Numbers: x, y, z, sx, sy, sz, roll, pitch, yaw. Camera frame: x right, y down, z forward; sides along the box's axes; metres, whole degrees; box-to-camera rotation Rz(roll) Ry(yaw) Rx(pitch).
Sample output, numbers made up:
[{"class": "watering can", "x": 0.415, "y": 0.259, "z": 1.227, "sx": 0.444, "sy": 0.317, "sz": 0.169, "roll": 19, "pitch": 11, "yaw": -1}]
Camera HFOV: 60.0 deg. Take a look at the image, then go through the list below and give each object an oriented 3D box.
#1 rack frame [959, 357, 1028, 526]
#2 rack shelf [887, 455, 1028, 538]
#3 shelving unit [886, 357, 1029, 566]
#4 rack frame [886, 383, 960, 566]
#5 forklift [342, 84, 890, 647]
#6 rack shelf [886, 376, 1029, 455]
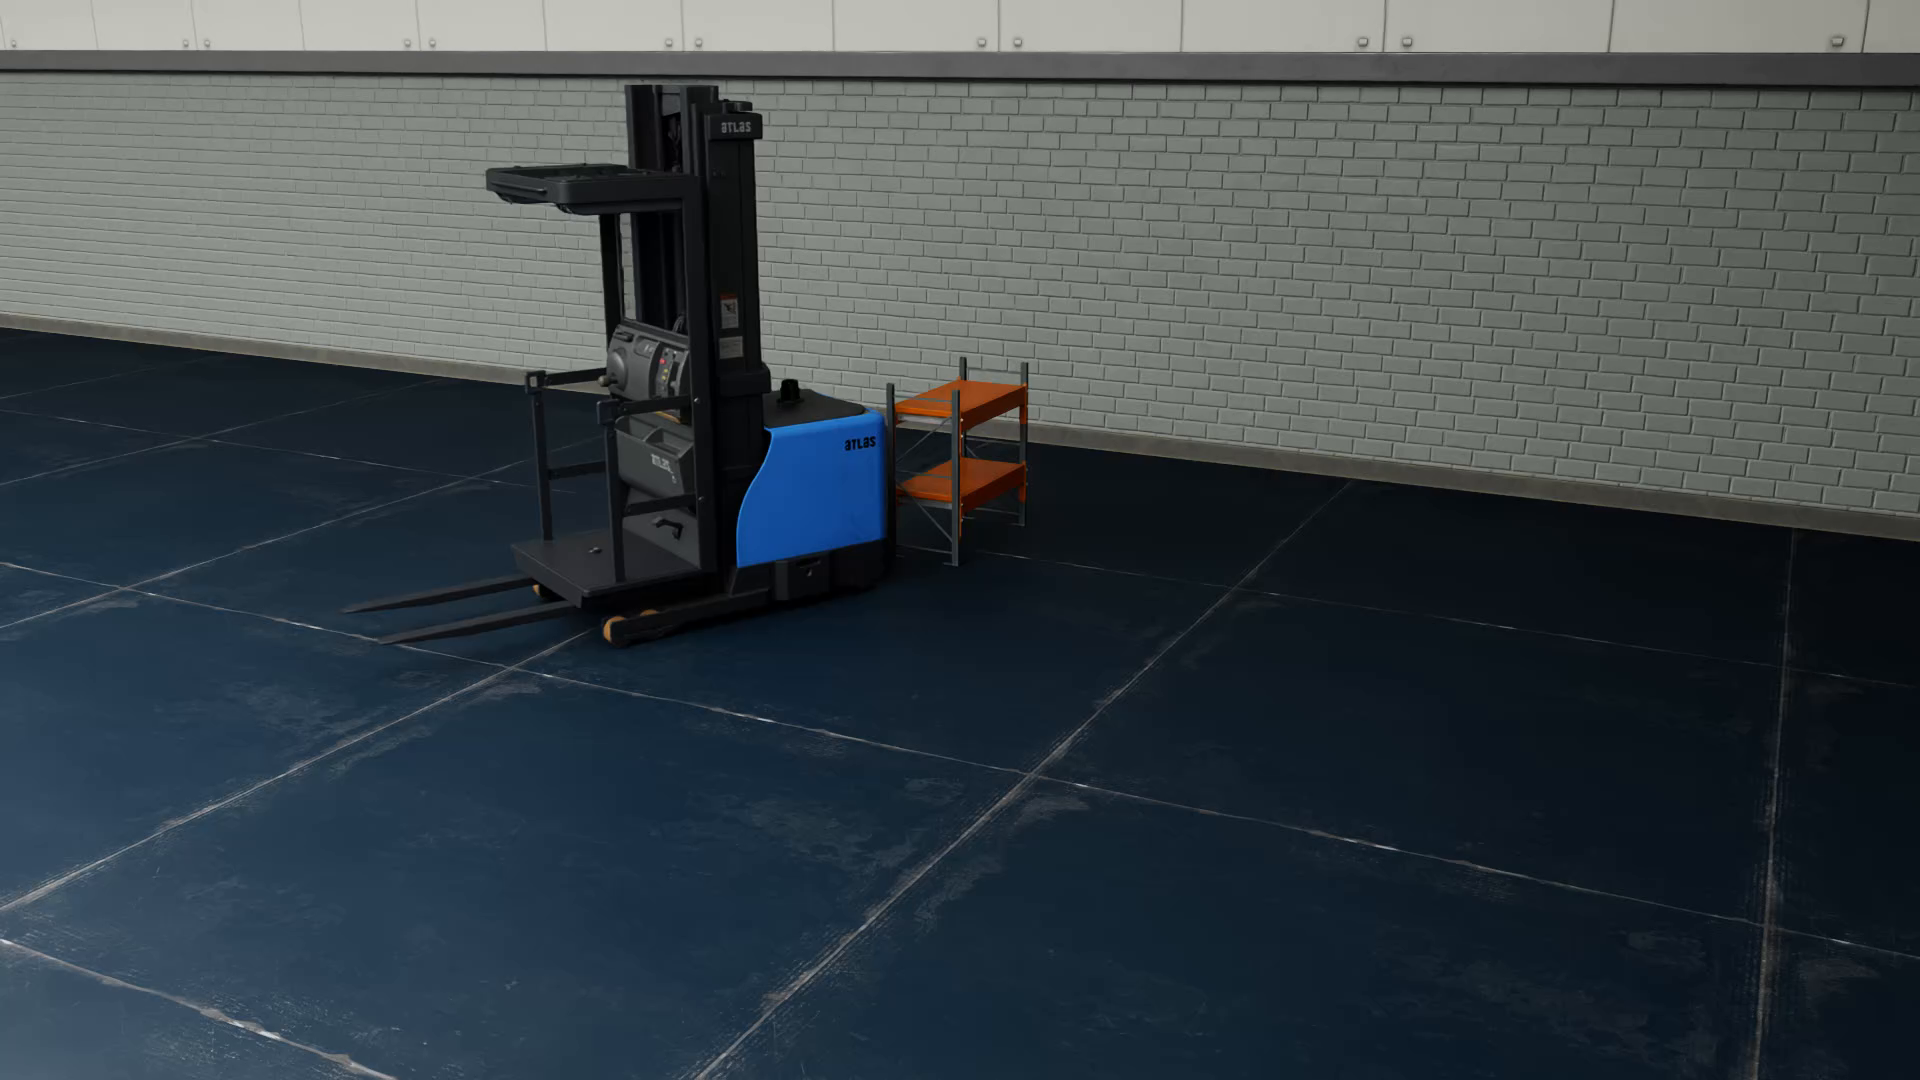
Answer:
[{"class": "rack frame", "x": 0.224, "y": -0.667, "z": 11.294, "sx": 0.500, "sy": 1.125, "sz": 0.032, "roll": 8, "pitch": 18, "yaw": 25}, {"class": "rack shelf", "x": -0.003, "y": -0.303, "z": 10.928, "sx": 0.538, "sy": 0.278, "sz": 1.000, "roll": 8, "pitch": 18, "yaw": 25}, {"class": "shelving unit", "x": -0.003, "y": -0.538, "z": 10.858, "sx": 0.538, "sy": 1.125, "sz": 1.048, "roll": 8, "pitch": 18, "yaw": 25}, {"class": "rack frame", "x": -0.230, "y": -0.408, "z": 10.422, "sx": 0.500, "sy": 1.125, "sz": 0.032, "roll": 8, "pitch": 18, "yaw": 25}, {"class": "forklift", "x": -1.920, "y": -0.992, "z": 9.217, "sx": 3.031, "sy": 2.935, "sz": 1.130, "roll": -12, "pitch": 20, "yaw": -34}, {"class": "rack shelf", "x": -0.003, "y": -0.818, "z": 10.775, "sx": 0.538, "sy": 0.278, "sz": 1.000, "roll": 8, "pitch": 18, "yaw": 25}]
